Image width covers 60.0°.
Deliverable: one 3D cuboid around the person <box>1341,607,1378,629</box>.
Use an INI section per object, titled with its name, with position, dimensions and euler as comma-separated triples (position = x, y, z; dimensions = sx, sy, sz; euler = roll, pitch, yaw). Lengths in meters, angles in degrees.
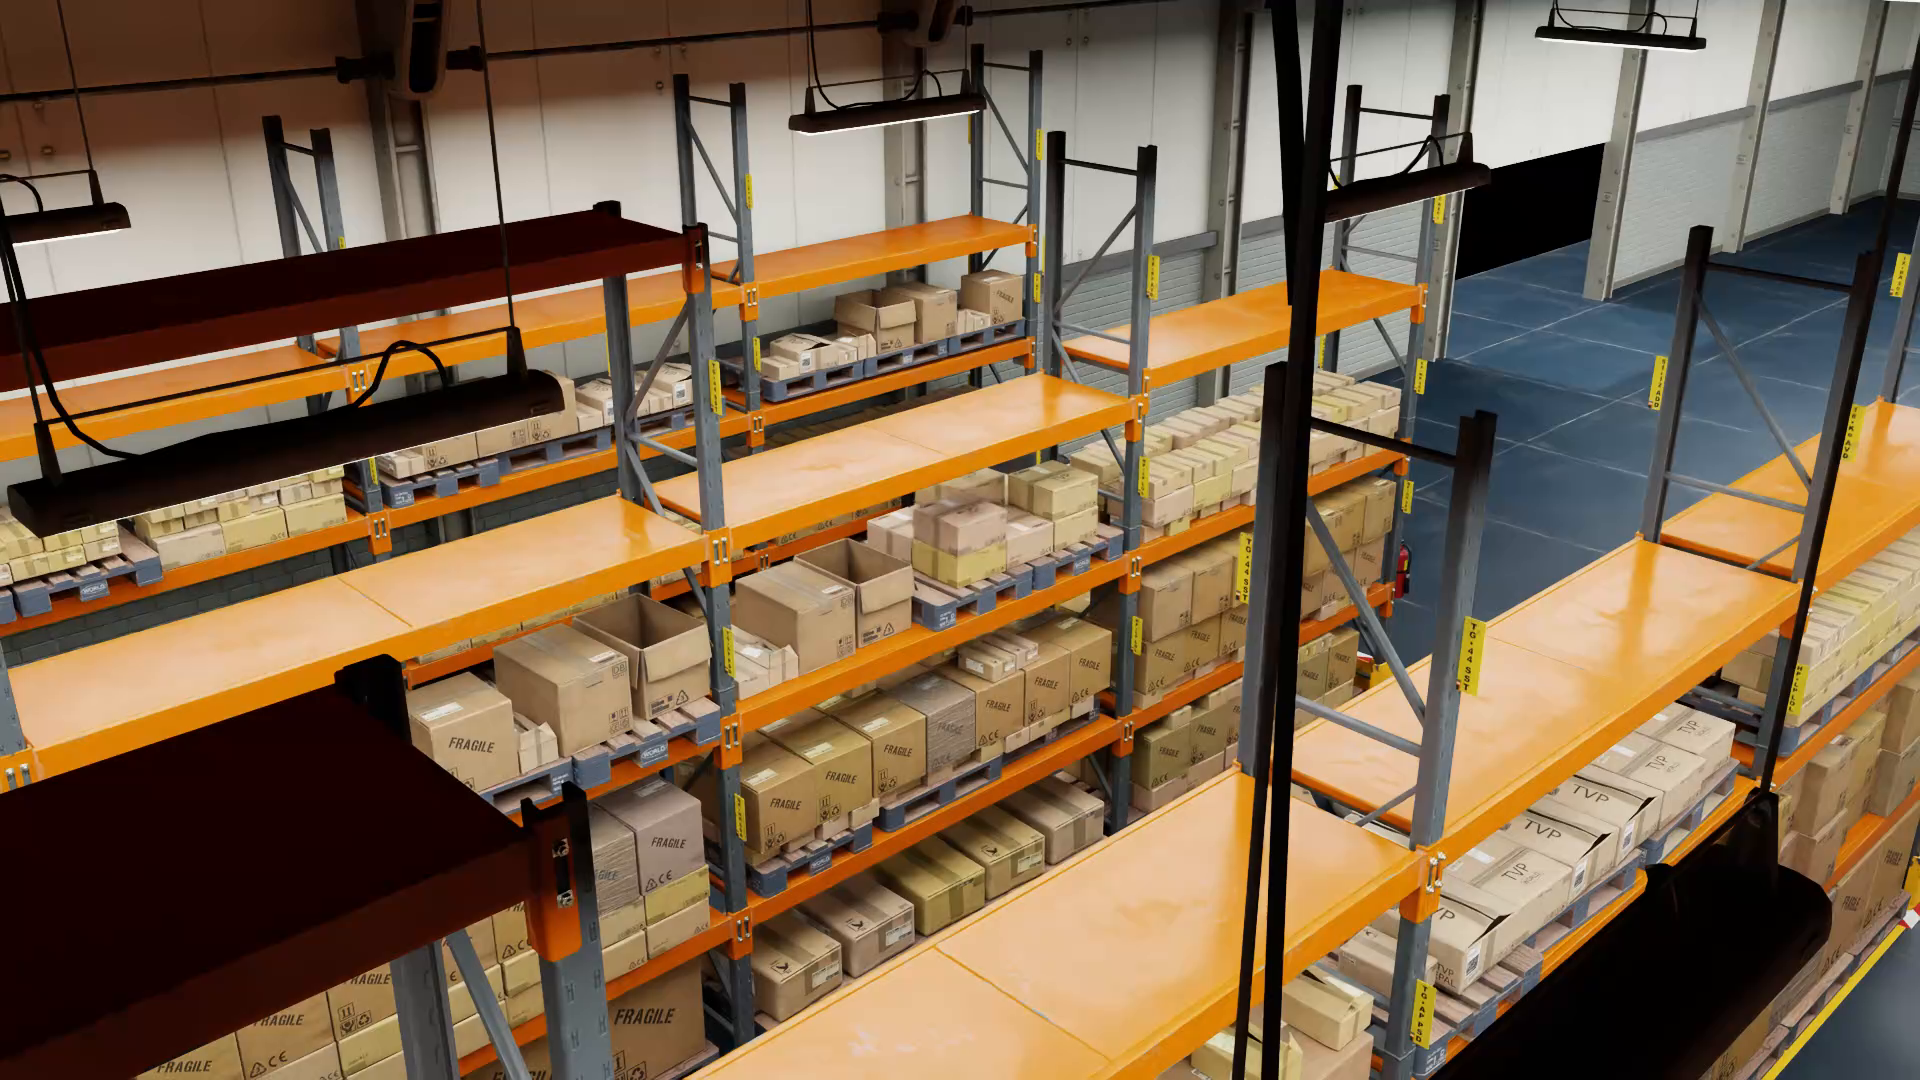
[person]
position = 4.369, 0.274, 18.055
dimensions = 0.622, 1.667, 0.596
euler = 11, 25, 25
